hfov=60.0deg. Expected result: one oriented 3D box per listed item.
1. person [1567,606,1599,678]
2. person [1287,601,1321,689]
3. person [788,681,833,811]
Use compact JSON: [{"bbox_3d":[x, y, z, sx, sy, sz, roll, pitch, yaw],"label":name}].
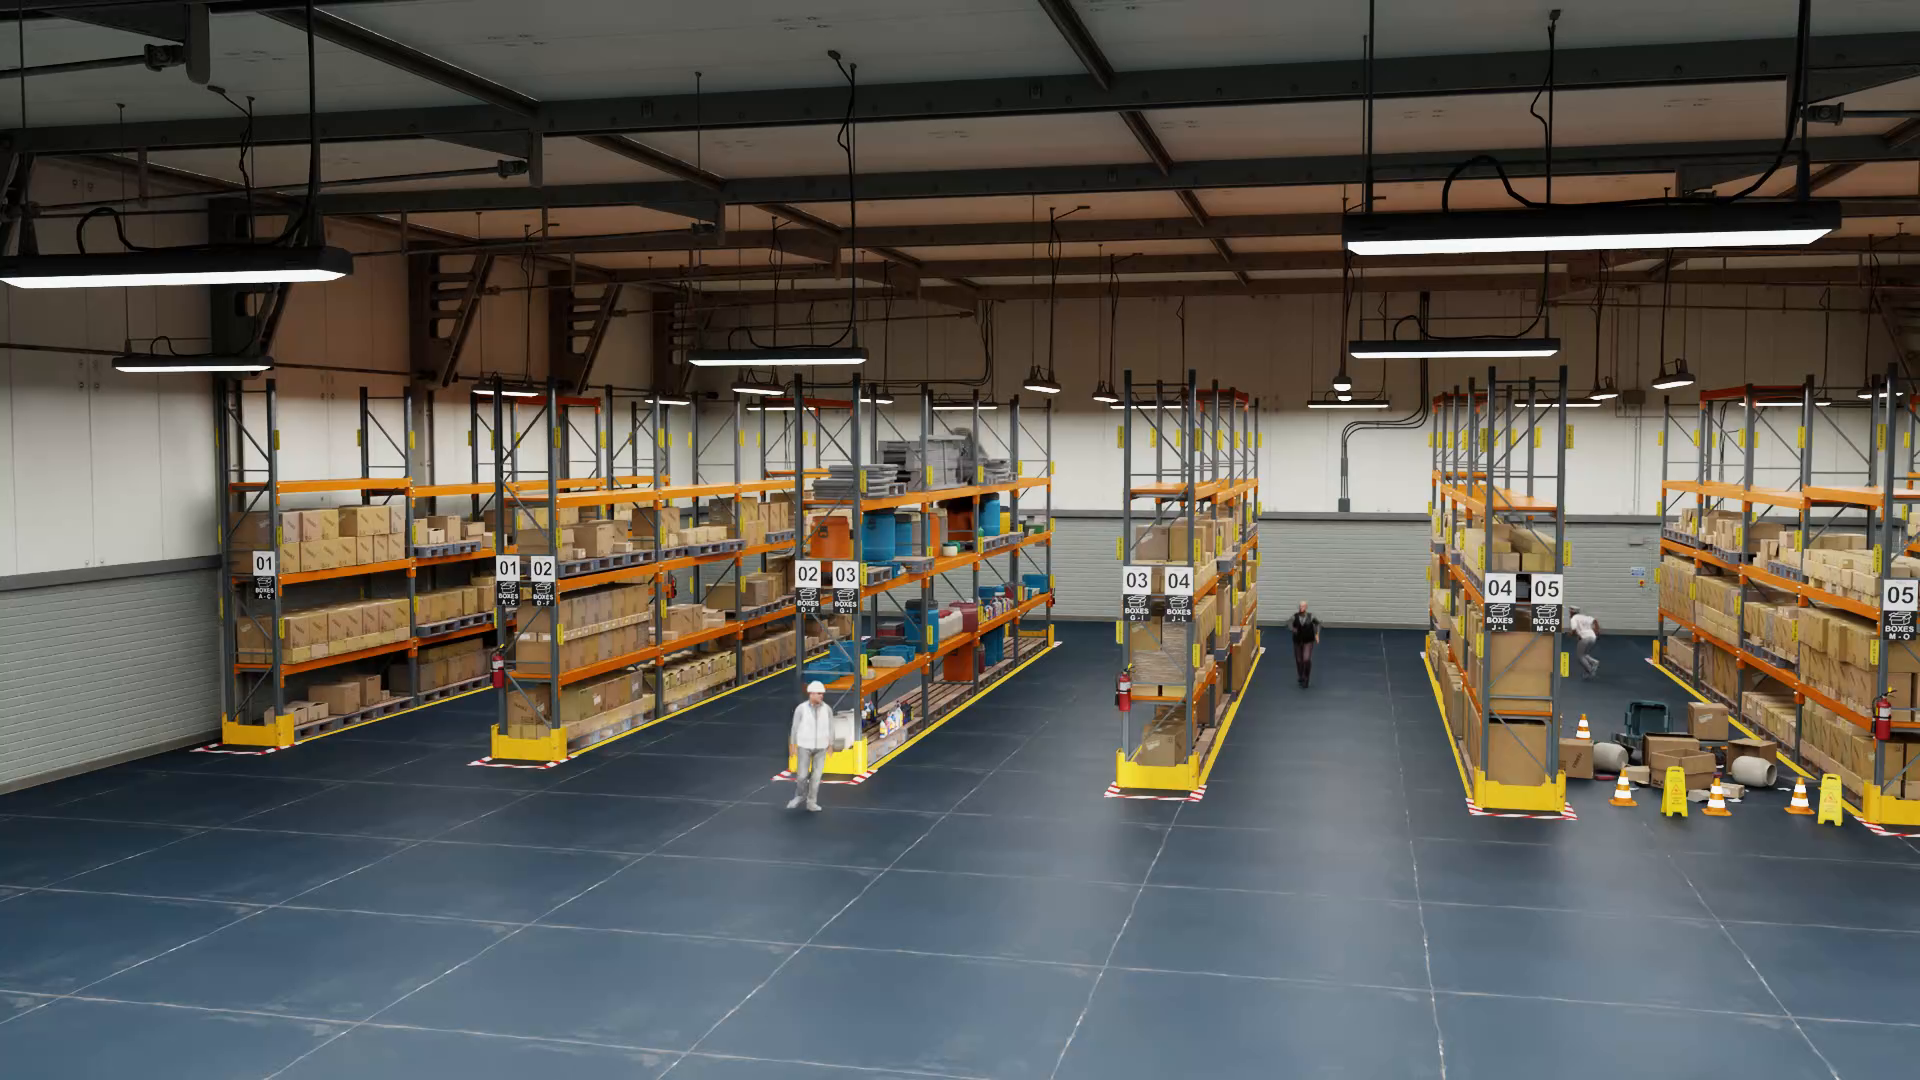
[{"bbox_3d":[13.249,2.156,35.263,0.601,1.484,0.774,-2,4,-26],"label":"person"},{"bbox_3d":[6.961,2.124,33.725,0.638,1.774,0.830,1,4,20],"label":"person"},{"bbox_3d":[-2.000,2.767,22.314,0.619,1.762,0.443,-1,4,-22],"label":"person"}]
